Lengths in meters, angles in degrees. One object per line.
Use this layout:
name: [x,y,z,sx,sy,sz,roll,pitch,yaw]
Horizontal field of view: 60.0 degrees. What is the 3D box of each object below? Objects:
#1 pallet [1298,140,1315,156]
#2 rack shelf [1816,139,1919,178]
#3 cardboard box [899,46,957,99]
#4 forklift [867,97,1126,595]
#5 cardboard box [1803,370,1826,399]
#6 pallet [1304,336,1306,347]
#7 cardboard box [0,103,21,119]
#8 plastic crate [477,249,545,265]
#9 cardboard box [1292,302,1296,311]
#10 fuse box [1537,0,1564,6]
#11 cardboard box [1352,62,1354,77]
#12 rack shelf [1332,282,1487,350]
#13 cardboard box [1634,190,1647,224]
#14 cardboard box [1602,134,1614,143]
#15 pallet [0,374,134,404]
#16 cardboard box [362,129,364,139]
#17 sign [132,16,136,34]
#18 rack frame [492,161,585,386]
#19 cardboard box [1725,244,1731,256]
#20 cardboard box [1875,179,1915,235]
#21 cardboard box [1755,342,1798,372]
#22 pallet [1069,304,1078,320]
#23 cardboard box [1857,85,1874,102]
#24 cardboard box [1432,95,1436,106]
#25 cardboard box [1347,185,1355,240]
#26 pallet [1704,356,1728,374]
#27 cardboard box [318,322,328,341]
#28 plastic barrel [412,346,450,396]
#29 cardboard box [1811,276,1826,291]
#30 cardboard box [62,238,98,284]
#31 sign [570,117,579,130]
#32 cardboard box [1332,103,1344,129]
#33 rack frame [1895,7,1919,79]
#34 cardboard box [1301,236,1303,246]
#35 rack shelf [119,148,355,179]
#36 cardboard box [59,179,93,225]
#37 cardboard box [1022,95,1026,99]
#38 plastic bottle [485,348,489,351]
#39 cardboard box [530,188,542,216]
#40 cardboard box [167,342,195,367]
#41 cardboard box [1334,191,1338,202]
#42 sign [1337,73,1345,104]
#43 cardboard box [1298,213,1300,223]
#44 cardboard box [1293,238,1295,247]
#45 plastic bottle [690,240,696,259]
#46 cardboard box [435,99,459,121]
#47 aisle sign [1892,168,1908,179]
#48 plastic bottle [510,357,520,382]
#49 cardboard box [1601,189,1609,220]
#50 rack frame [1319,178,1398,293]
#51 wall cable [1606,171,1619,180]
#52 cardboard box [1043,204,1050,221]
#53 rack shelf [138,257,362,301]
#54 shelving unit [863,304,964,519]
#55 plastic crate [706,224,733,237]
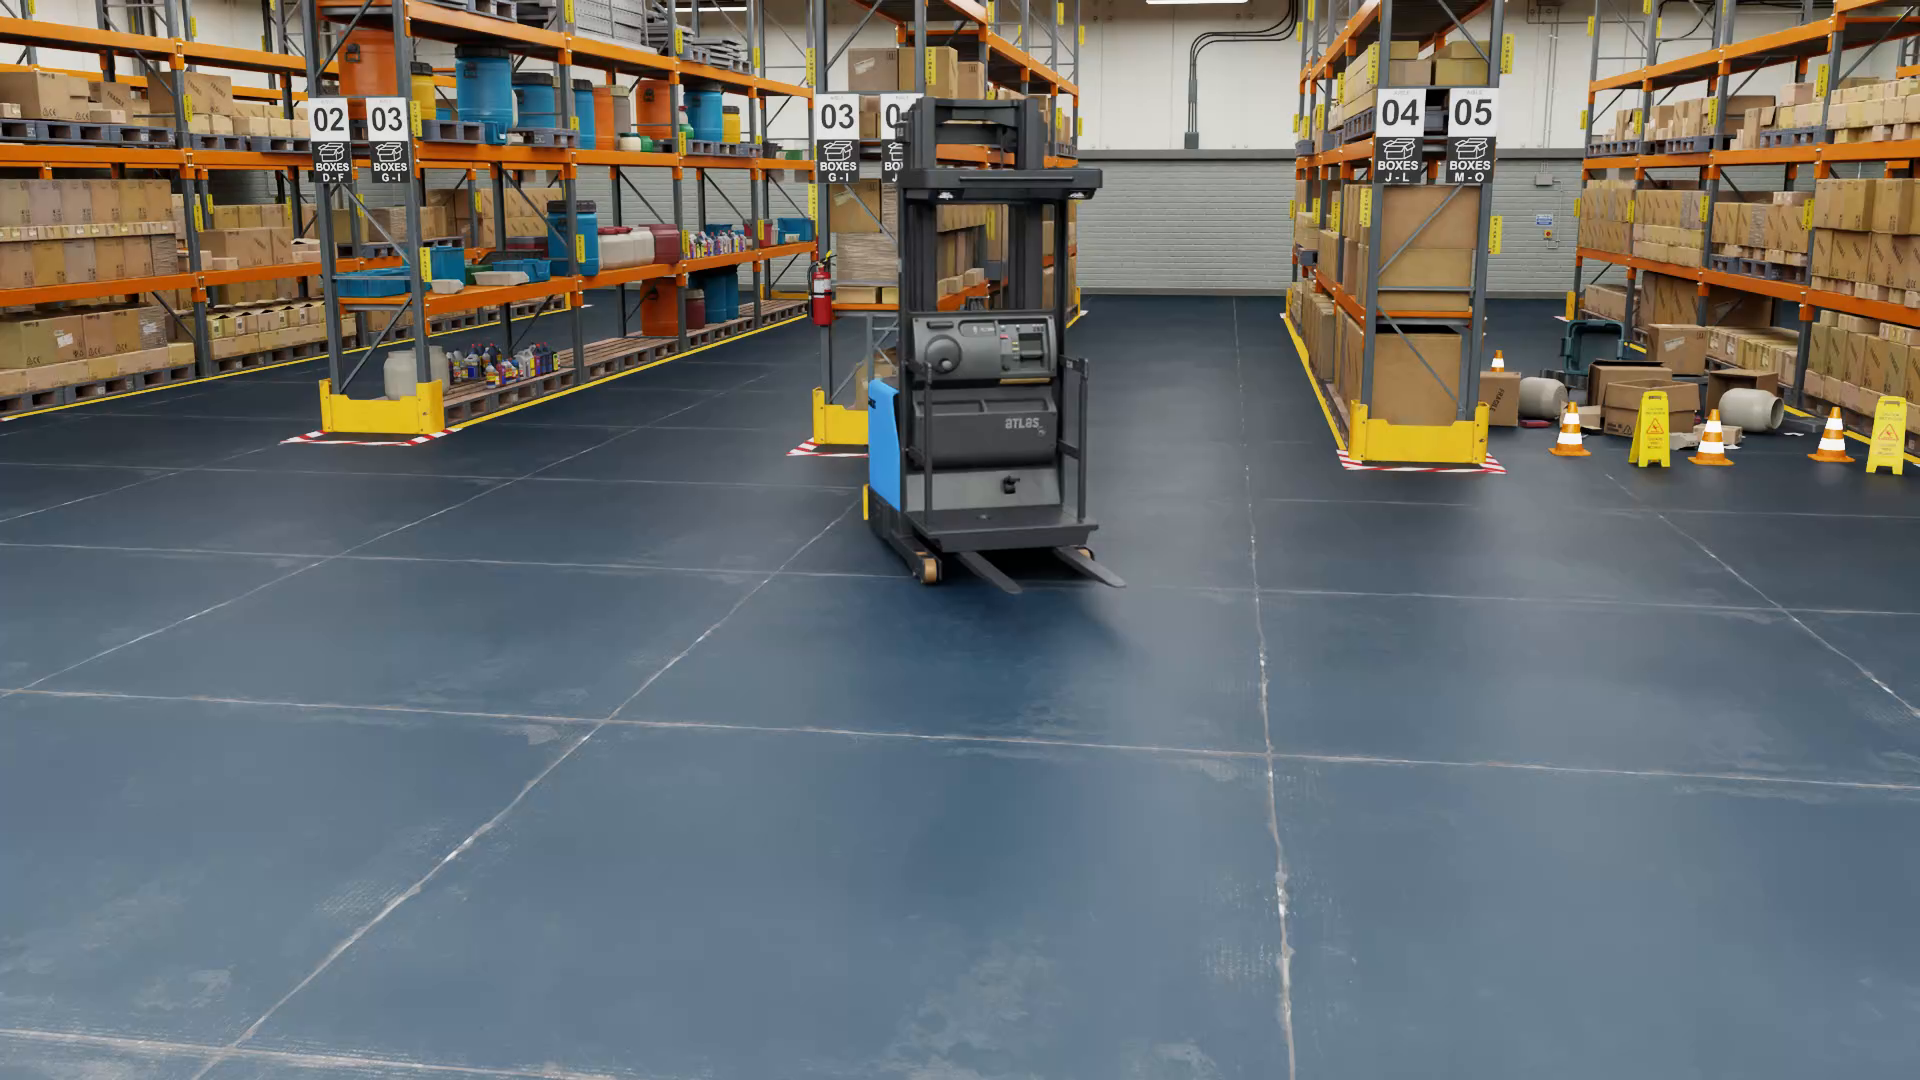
pallet: [5.569,-5.729,24.284,1.213,0.211,1.003,2,12,9]
rack shelf: [9.295,-3.589,15.617,1.077,0.370,4.000,2,12,9]
cardboard box: [-0.310,-4.585,16.398,0.500,0.500,0.500,2,12,8]
forklift: [0.215,-1.249,10.333,1.130,2.935,3.031,-3,13,-14]
cardboard box: [9.245,-1.638,17.505,0.500,0.250,0.500,1,12,6]
pallet: [5.623,-2.916,24.522,1.003,0.211,1.213,2,12,9]
cardboard box: [-10.238,-4.558,17.669,0.380,0.149,0.250,2,12,9]
plastic crate: [-5.290,-3.237,19.543,0.767,0.338,0.504,2,12,9]
cardboard box: [6.006,-4.083,29.088,0.380,0.149,0.250,2,12,9]
fuse box: [12.038,-11.063,33.873,0.513,0.334,0.176,2,12,9]
cardboard box: [4.149,-4.741,16.721,0.380,0.149,0.250,2,12,9]
rack shelf: [4.388,-2.262,16.579,1.077,0.370,4.000,2,12,9]
cardboard box: [10.481,-5.012,25.018,0.500,0.500,0.500,2,12,9]
cardboard box: [11.053,-6.768,28.019,0.380,0.149,0.250,2,12,11]
pallet: [-10.327,-1.752,19.122,1.003,0.211,1.213,2,12,9]
cardboard box: [-9.329,-5.974,24.735,0.910,0.500,0.500,2,12,9]
sign: [-14.187,-8.849,28.600,0.100,0.325,0.005,2,12,9]
rack frame: [-5.084,-3.373,20.023,1.000,3.000,0.127,2,12,9]
cardboard box: [9.820,-3.631,20.823,0.380,0.149,0.250,1,12,5]
cardboard box: [8.912,-3.070,15.300,0.700,0.500,0.500,2,12,8]
cardboard box: [9.788,-2.071,19.223,0.950,0.372,0.625,3,12,12]
pallet: [1.610,-4.178,30.379,1.003,0.211,1.213,2,12,9]
cardboard box: [9.104,-4.406,16.401,0.380,0.149,0.250,2,12,8]
cardboard box: [4.605,-4.067,15.486,0.380,0.149,0.250,2,12,9]
cardboard box: [4.416,-3.330,16.905,0.875,0.550,0.550,2,12,9]
pallet: [10.096,-2.198,21.191,1.003,0.211,1.213,2,12,9]
cardboard box: [-9.278,-3.003,23.837,0.500,0.250,0.500,2,12,8]
plastic barrel: [-5.596,-1.773,17.509,0.421,0.512,0.421,0,12,0]
cardboard box: [9.237,-2.713,17.559,0.380,0.149,0.250,2,12,8]
cardboard box: [-10.273,-3.169,18.842,0.700,0.500,0.500,2,12,10]
sign: [-4.542,-4.823,19.613,0.100,0.325,0.005,2,12,9]
cardboard box: [4.826,-5.185,20.291,0.500,0.311,0.500,2,12,8]
rack frame: [16.353,-8.162,28.005,1.000,3.000,0.127,2,12,9]
cardboard box: [5.093,-4.276,23.815,0.380,0.149,0.250,1,12,6]
rack shelf: [-9.670,-5.065,22.463,1.077,0.370,4.000,2,12,9]
cardboard box: [-10.271,-3.811,18.740,0.700,0.500,0.500,2,12,9]
cardboard box: [0.599,-5.697,22.265,0.500,0.500,0.500,2,12,10]
plastic bottle: [-5.589,-2.136,19.705,0.152,0.276,0.135,2,12,11]
cardboard box: [-8.081,-6.255,30.786,0.500,0.500,0.500,2,12,10]
cardboard box: [-9.833,-2.291,20.536,0.500,0.250,0.500,2,12,9]
cardboard box: [5.156,-4.202,21.262,0.700,0.500,0.500,2,12,8]
sign: [4.158,-4.919,18.104,0.100,0.325,0.005,2,12,9]
cardboard box: [5.291,-4.839,25.013,0.380,0.149,0.250,2,12,8]
cardboard box: [6.075,-5.240,29.285,0.380,0.149,0.250,2,12,7]
plastic bottle: [-4.011,-4.321,24.716,0.152,0.276,0.135,2,12,9]
cardboard box: [-8.710,-7.306,28.542,0.700,0.500,0.500,2,12,9]
aisle sign: [16.073,-6.524,28.473,0.394,0.787,0.004,2,12,9]
plastic bottle: [-5.013,-1.923,18.728,0.097,0.271,0.097,0,12,0]
cardboard box: [10.873,-5.517,27.363,0.500,0.500,0.500,2,12,9]
rack frame: [5.311,-3.863,22.299,1.000,3.000,0.127,2,12,9]
wall cable: [13.695,-7.017,34.521,0.588,1.984,0.122,2,12,9]
cardboard box: [1.367,-5.408,27.336,0.500,0.500,0.500,2,12,9]
rack shelf: [-9.670,-3.599,22.779,1.077,0.370,4.000,2,12,9]
shelving unit: [-0.311,-0.984,12.498,0.587,1.500,1.083,3,12,12]
plastic crate: [-4.119,-5.168,28.248,0.392,0.384,0.575,2,12,9]
